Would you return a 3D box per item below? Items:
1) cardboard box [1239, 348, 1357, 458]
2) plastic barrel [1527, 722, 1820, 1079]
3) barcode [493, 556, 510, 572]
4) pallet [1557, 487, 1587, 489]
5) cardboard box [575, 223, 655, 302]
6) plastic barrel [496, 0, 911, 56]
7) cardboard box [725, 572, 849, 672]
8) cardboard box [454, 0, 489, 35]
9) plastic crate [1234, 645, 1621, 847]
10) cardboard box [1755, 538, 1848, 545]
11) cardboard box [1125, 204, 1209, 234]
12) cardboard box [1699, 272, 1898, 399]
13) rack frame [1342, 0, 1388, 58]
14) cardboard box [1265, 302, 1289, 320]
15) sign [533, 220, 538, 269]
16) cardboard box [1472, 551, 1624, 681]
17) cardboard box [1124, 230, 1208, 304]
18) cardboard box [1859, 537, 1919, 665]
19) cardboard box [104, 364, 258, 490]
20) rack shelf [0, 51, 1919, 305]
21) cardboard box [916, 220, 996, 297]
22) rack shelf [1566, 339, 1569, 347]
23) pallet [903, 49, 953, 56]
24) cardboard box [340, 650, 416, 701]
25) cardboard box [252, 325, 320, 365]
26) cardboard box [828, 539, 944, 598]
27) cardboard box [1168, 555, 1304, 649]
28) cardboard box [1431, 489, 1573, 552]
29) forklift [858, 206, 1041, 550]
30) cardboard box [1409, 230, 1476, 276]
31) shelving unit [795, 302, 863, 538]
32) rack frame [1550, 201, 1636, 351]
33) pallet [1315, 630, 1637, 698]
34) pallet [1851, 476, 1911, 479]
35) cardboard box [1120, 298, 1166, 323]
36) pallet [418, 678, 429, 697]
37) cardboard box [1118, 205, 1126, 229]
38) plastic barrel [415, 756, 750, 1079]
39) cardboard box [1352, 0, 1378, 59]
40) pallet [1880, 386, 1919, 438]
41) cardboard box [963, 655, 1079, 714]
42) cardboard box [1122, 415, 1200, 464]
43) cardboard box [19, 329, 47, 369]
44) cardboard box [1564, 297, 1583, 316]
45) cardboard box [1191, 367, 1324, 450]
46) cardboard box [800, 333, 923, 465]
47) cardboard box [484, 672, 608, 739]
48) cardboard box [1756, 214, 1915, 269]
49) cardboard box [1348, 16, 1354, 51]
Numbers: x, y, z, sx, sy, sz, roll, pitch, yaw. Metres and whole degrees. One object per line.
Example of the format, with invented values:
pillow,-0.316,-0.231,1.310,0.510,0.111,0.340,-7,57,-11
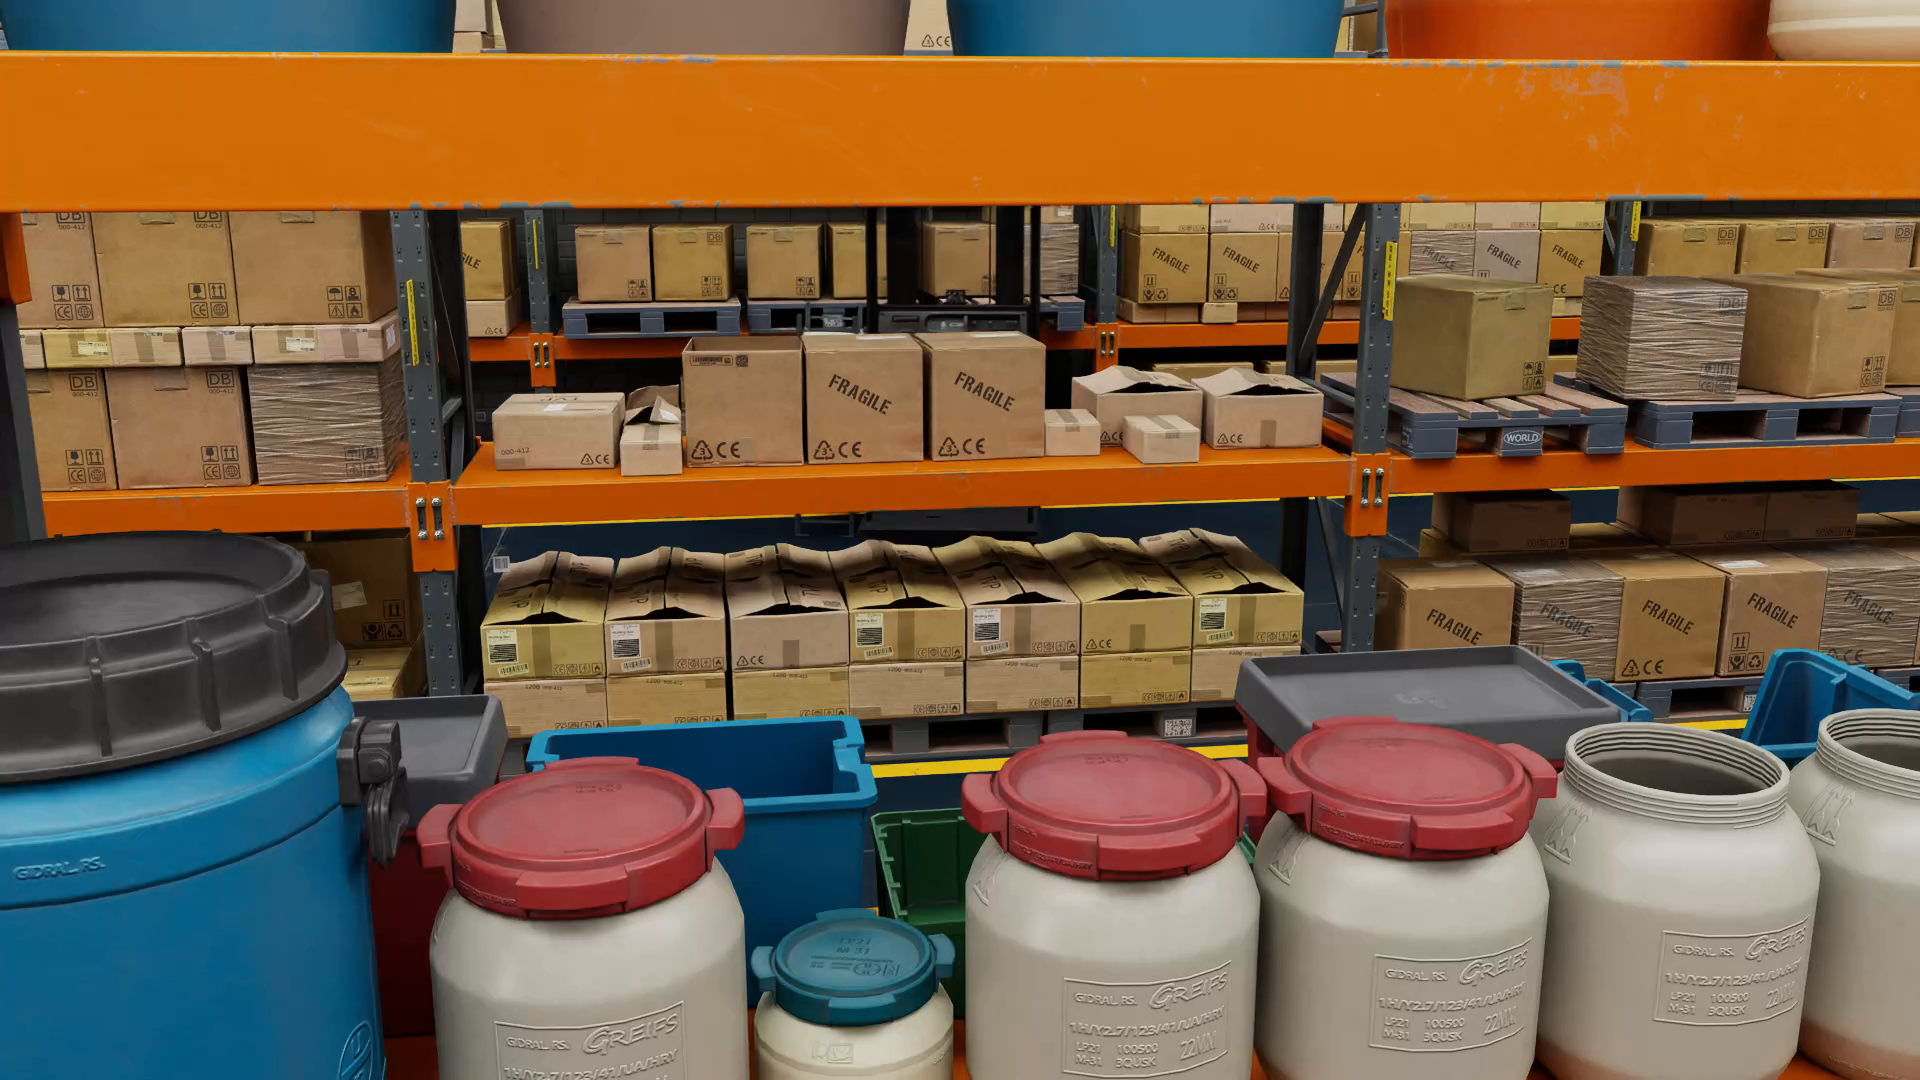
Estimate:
cardboard box,2.606,-1.046,12.782,0.750,0.750,0.750,-2,14,-9
plastic barrel,1.067,0.573,2.540,0.421,0.512,0.421,0,14,0
barcode,-1.907,0.101,6.913,0.075,0.075,0.001,-2,14,-8
pallet,4.196,-0.606,13.204,1.213,0.211,1.003,-2,14,-8
cardboard box,-2.454,-1.987,11.868,0.500,0.500,0.700,-2,14,-8
plastic barrel,-0.370,-1.124,2.341,0.600,0.901,0.600,0,14,0
cardboard box,-0.768,0.344,7.321,0.500,0.311,0.500,-3,14,-10
cardboard box,-3.418,-3.629,11.059,0.500,0.500,0.500,-3,14,-13
plastic crate,0.825,0.477,3.020,0.583,0.464,0.402,-2,14,-8
cardboard box,4.154,0.183,8.559,0.500,0.500,0.500,-2,14,-8
cardboard box,1.508,-2.381,12.151,0.500,0.250,0.500,-2,14,-7
cardboard box,3.952,-0.986,7.920,0.500,0.500,0.700,-6,15,-23
rack frame,1.734,-3.578,6.990,0.127,3.000,1.000,-2,14,-8
cardboard box,2.364,-1.750,12.510,0.250,0.149,0.380,-2,14,-7
sign,-2.874,-2.004,11.268,0.005,0.325,0.100,-2,14,-8
cardboard box,2.744,0.363,7.843,0.500,0.500,0.500,-3,14,-10
cardboard box,1.511,-2.018,12.244,0.500,0.500,0.500,-2,14,-7
cardboard box,4.754,0.289,8.139,0.500,0.500,0.500,-2,14,-8
cardboard box,-3.180,-0.533,6.977,0.500,0.500,0.700,-2,14,-9
rack shelf,0.491,-0.605,2.378,3.809,0.124,0.919,-2,14,-8
cardboard box,-0.019,-2.075,12.221,0.500,0.500,0.700,-3,14,-14
rack shelf,6.926,-1.728,13.425,4.000,0.370,1.077,-2,14,-8
pallet,-0.029,-1.944,7.030,1.213,0.211,1.003,-1,14,-6
cardboard box,-2.647,0.676,7.149,0.500,0.250,0.500,-2,14,-8
cardboard box,-2.703,-0.816,6.772,0.250,0.149,0.380,-2,14,-9
cardboard box,-0.358,0.196,7.911,0.500,0.311,0.500,-2,14,-9
cardboard box,1.253,0.268,7.623,0.500,0.311,0.500,-2,14,-7
cardboard box,2.679,-0.126,8.252,0.500,0.250,0.500,-2,14,-6
forklift,-0.052,-1.251,10.183,1.130,2.935,3.031,1,14,2
cardboard box,3.528,-2.093,12.542,0.500,0.500,0.500,-2,14,-8
shelving unit,-0.898,-0.840,11.455,0.431,1.500,0.755,2,14,-1
rack frame,4.948,-2.005,13.049,0.127,3.000,1.000,-2,14,-8
pallet,2.478,0.666,8.131,1.213,0.211,1.003,-2,14,-8
pallet,6.921,-0.706,13.602,1.213,0.211,1.003,-2,14,-8
cardboard box,1.353,-1.704,12.324,0.250,0.149,0.380,-2,14,-9
pallet,-3.014,0.848,7.406,1.213,0.211,1.003,-2,14,-8
cardboard box,1.402,-2.505,12.643,0.500,0.250,0.500,-2,14,-7
plastic barrel,-0.508,0.621,2.302,0.433,0.535,0.433,0,14,0
cardboard box,2.161,-2.196,7.438,0.500,0.500,0.910,-2,14,-8
pallet,4.883,-0.717,8.310,1.213,0.211,1.003,-2,14,-8
cardboard box,0.243,0.577,7.546,0.500,0.250,0.500,-2,14,-7
cardboard box,0.886,-0.447,7.355,0.250,0.149,0.380,-2,14,-8
cardboard box,-3.714,-0.779,6.624,0.250,0.149,0.380,-2,14,-7
cardboard box,4.656,-1.812,12.756,0.250,0.149,0.380,-2,14,-8
cardboard box,1.368,-0.622,7.720,0.500,0.311,0.500,-1,14,-5
cardboard box,-0.443,-0.633,7.373,0.500,0.500,0.500,-2,14,-8
cardboard box,-1.785,0.652,7.246,0.500,0.250,0.500,-2,14,-10
cardboard box,6.927,-2.220,13.290,0.700,0.700,0.980,-3,14,-11
cardboard box,3.016,-3.677,12.443,0.500,0.500,0.700,-2,14,-8
